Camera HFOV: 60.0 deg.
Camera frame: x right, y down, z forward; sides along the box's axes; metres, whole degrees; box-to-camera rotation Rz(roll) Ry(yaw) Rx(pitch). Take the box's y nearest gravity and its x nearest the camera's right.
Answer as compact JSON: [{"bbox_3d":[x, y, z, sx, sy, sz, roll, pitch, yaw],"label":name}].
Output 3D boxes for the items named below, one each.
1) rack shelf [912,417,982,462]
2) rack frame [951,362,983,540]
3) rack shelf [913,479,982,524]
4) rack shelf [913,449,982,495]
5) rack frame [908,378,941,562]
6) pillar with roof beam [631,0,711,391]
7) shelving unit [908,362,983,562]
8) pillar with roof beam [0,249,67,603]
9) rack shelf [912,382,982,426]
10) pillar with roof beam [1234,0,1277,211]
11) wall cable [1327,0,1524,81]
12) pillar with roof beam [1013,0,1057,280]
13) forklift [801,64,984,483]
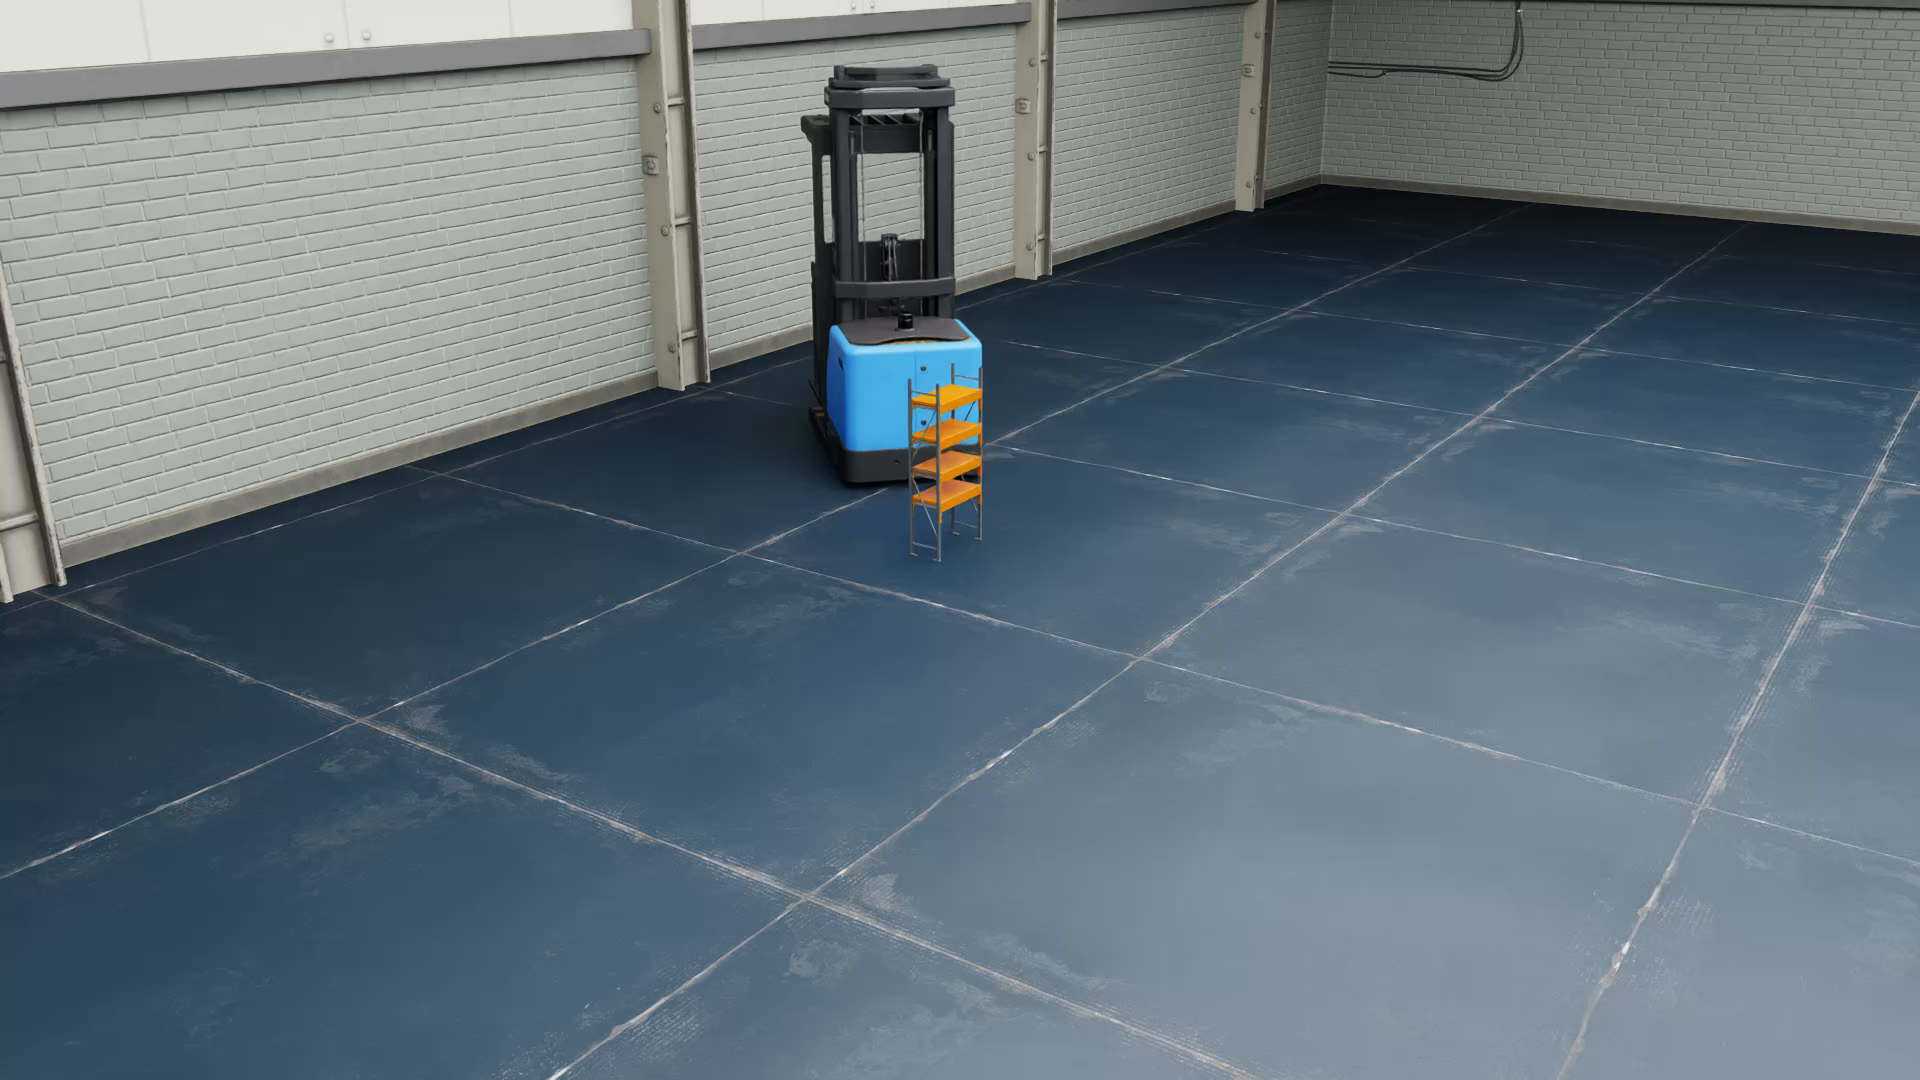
[{"bbox_3d":[-0.093,-0.662,10.874,0.258,0.148,0.480,13,24,32],"label":"rack shelf"},{"bbox_3d":[0.044,-0.585,11.118,0.240,1.200,0.015,13,24,32],"label":"rack frame"},{"bbox_3d":[-0.093,-0.266,11.021,0.258,0.148,0.480,13,24,32],"label":"rack shelf"},{"bbox_3d":[-0.093,-0.452,10.952,0.258,0.148,0.480,13,24,32],"label":"rack shelf"},{"bbox_3d":[-0.230,-0.445,10.739,0.240,1.200,0.015,13,24,32],"label":"rack frame"},{"bbox_3d":[1.050,-4.801,11.272,9.100,9.000,0.400,13,24,32],"label":"pillar with roof beam"},{"bbox_3d":[-0.093,-0.515,10.928,0.258,1.200,0.503,13,24,32],"label":"shelving unit"},{"bbox_3d":[-2.323,-3.079,6.618,9.100,9.000,0.400,13,24,32],"label":"pillar with roof beam"},{"bbox_3d":[-0.093,-0.884,10.792,0.258,0.148,0.480,13,24,32],"label":"rack shelf"},{"bbox_3d":[7.795,-8.244,20.580,9.100,9.000,0.400,13,24,32],"label":"pillar with roof beam"},{"bbox_3d":[6.985,-8.214,24.976,3.097,2.526,0.112,13,24,32],"label":"wall cable"},{"bbox_3d":[4.422,-6.522,15.926,9.100,9.000,0.400,13,24,32],"label":"pillar with roof beam"},{"bbox_3d":[-0.637,-2.272,13.182,1.130,2.935,3.031,-4,21,-11],"label":"forklift"}]
